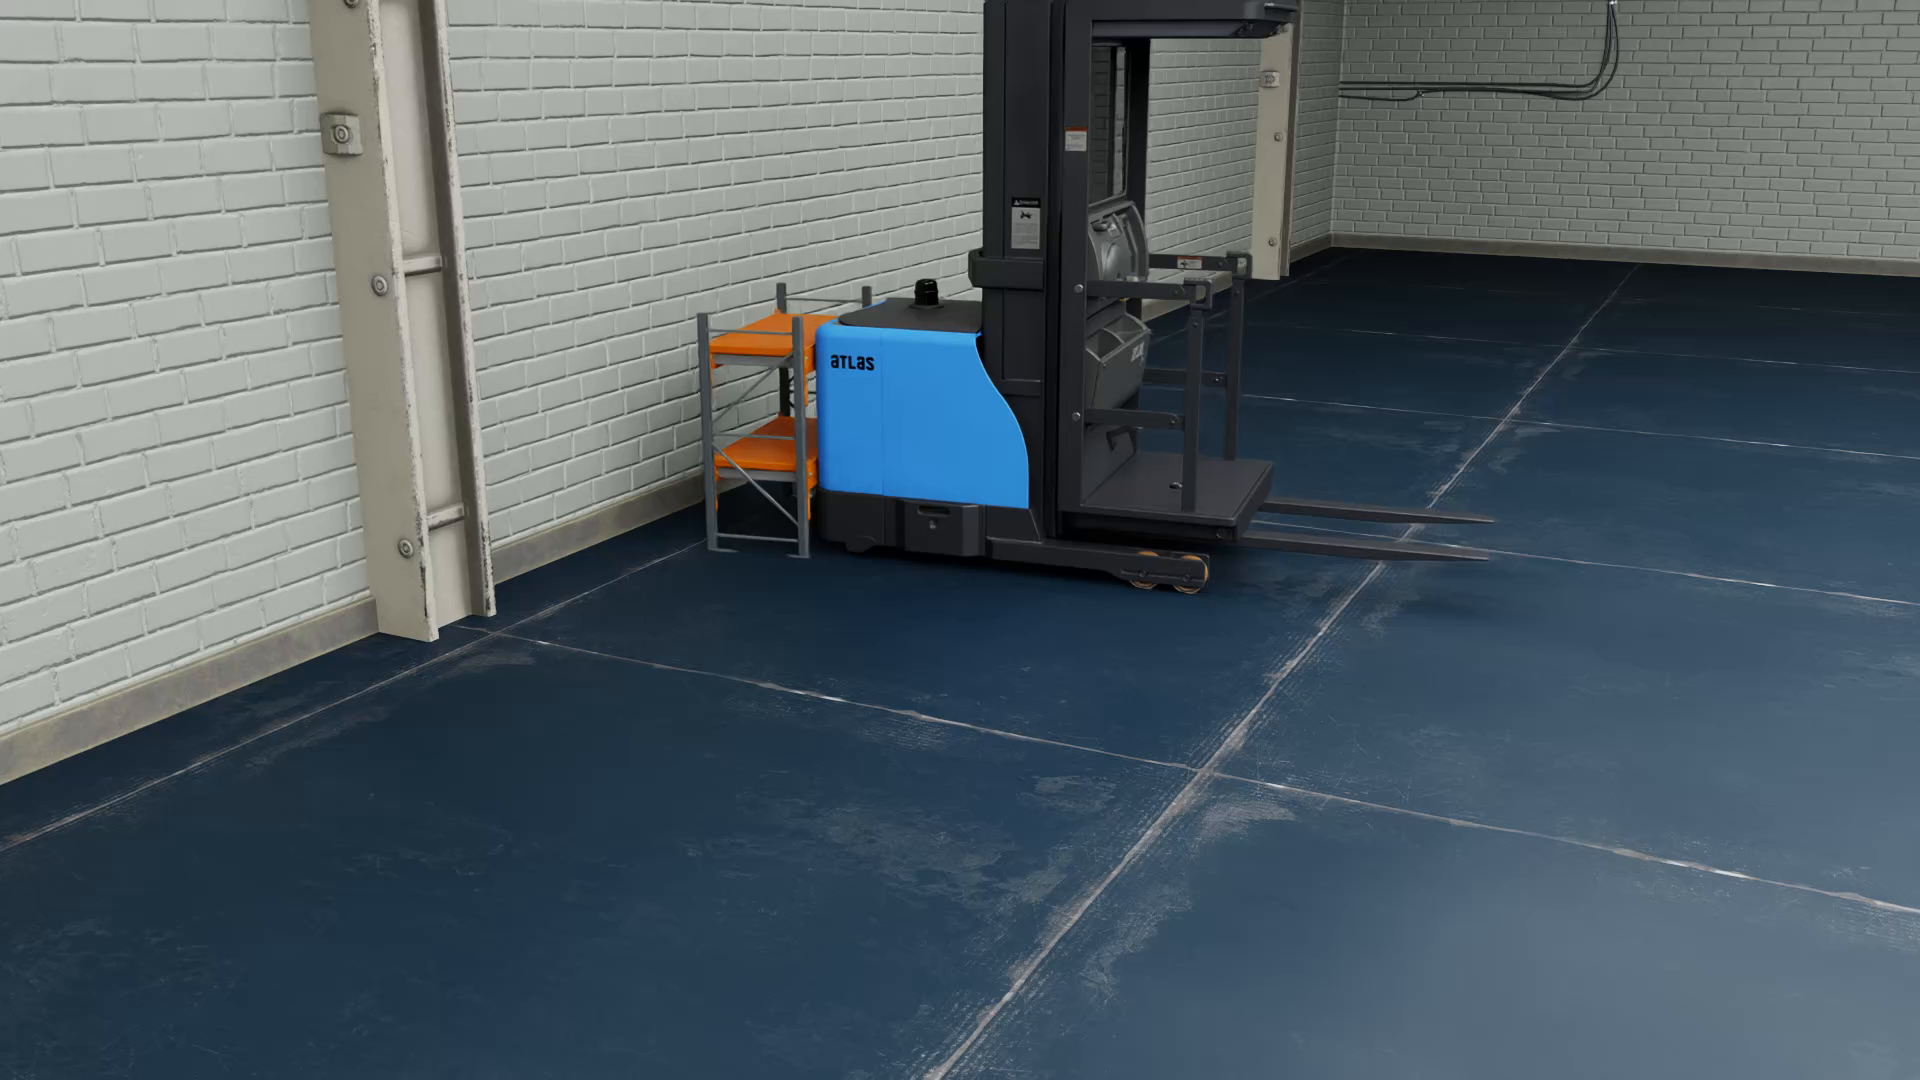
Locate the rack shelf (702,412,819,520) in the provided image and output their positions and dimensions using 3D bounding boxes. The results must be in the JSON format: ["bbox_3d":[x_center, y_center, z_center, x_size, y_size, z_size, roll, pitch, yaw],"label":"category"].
[{"bbox_3d":[-0.819,-0.381,8.189,0.538,0.278,1.000,4,17,14],"label":"rack shelf"}]

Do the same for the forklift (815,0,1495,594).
[{"bbox_3d":[0.897,-1.341,7.393,3.031,2.935,1.130,6,17,18],"label":"forklift"}]

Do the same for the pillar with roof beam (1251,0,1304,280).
[{"bbox_3d":[7.044,-6.485,14.052,9.100,9.000,0.400,8,18,25],"label":"pillar with roof beam"}]

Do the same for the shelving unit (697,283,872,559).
[{"bbox_3d":[-0.819,-0.615,8.119,0.538,1.125,1.048,4,17,14],"label":"shelving unit"}]

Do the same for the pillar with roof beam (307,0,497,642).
[{"bbox_3d":[1.682,-3.428,3.761,9.100,9.000,0.400,8,18,25],"label":"pillar with roof beam"}]

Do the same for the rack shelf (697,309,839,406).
[{"bbox_3d":[-0.819,-0.896,8.036,0.538,0.278,1.000,4,17,14],"label":"rack shelf"}]

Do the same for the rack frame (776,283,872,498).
[{"bbox_3d":[-0.691,-0.755,8.591,0.500,1.125,0.032,4,17,14],"label":"rack frame"}]

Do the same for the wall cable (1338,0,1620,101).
[{"bbox_3d":[5.692,-6.126,18.298,3.097,2.526,0.112,8,18,25],"label":"wall cable"}]

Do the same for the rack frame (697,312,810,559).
[{"bbox_3d":[-0.948,-0.475,7.648,0.500,1.125,0.032,4,17,14],"label":"rack frame"}]
